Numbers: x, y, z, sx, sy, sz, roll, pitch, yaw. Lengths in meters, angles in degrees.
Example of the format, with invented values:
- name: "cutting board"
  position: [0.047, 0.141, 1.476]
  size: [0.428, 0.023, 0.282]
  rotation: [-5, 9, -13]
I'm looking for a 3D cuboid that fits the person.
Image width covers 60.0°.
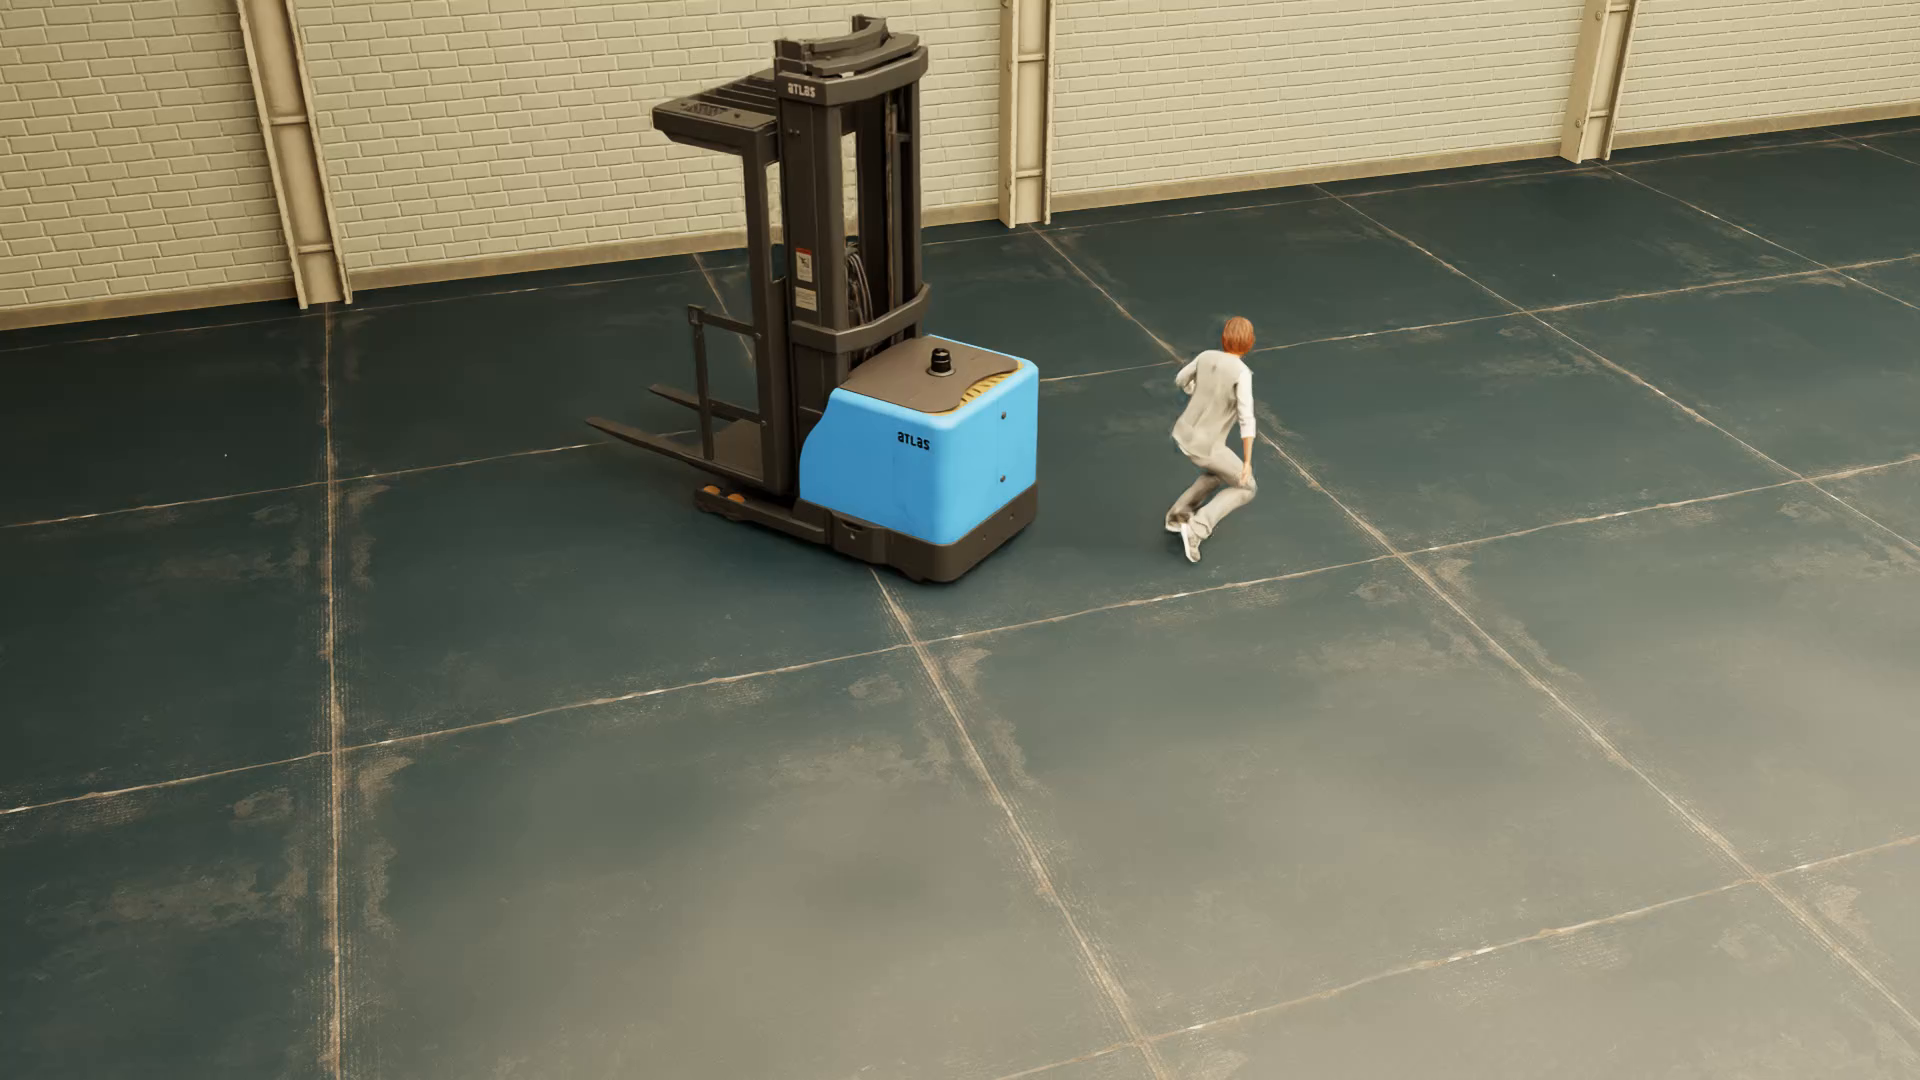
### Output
- name: "person"
  position: [1.466, -0.567, 9.610]
  size: [0.476, 1.430, 0.822]
  rotation: [-12, 32, -21]

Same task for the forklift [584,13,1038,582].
- name: "forklift"
  position: [-1.037, -1.585, 9.843]
  size: [3.031, 2.935, 1.130]
  rotation: [18, 35, 29]
